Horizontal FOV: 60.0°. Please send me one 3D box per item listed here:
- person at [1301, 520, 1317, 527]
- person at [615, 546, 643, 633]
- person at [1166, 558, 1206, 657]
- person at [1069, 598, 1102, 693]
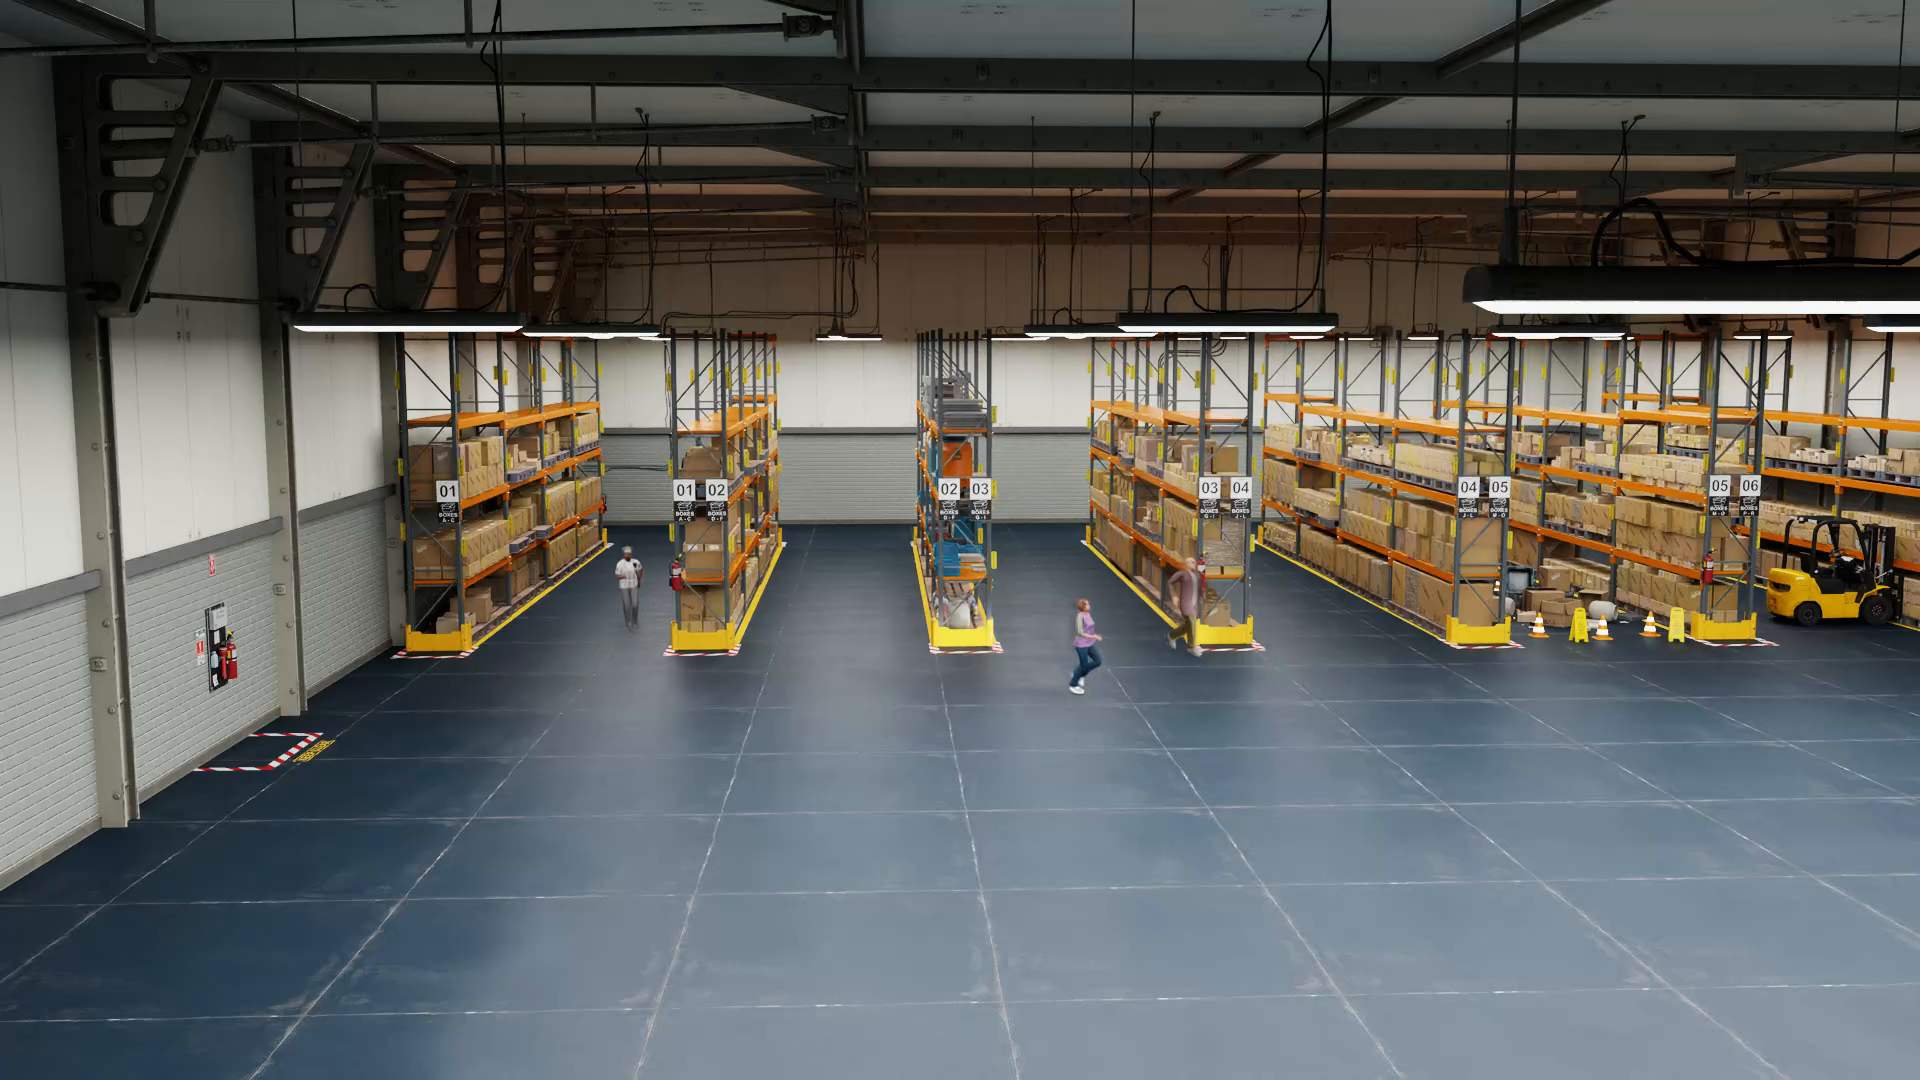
[{"bbox_3d":[10.144,-0.870,48.744,0.719,1.673,0.965,-5,9,-38],"label":"person"},{"bbox_3d":[-6.603,0.986,33.215,0.554,1.751,0.733,-1,7,-12],"label":"person"},{"bbox_3d":[4.268,1.217,30.890,0.741,1.767,0.947,-5,8,-37],"label":"person"},{"bbox_3d":[2.083,1.735,27.296,0.587,1.568,0.528,4,8,29],"label":"person"}]
